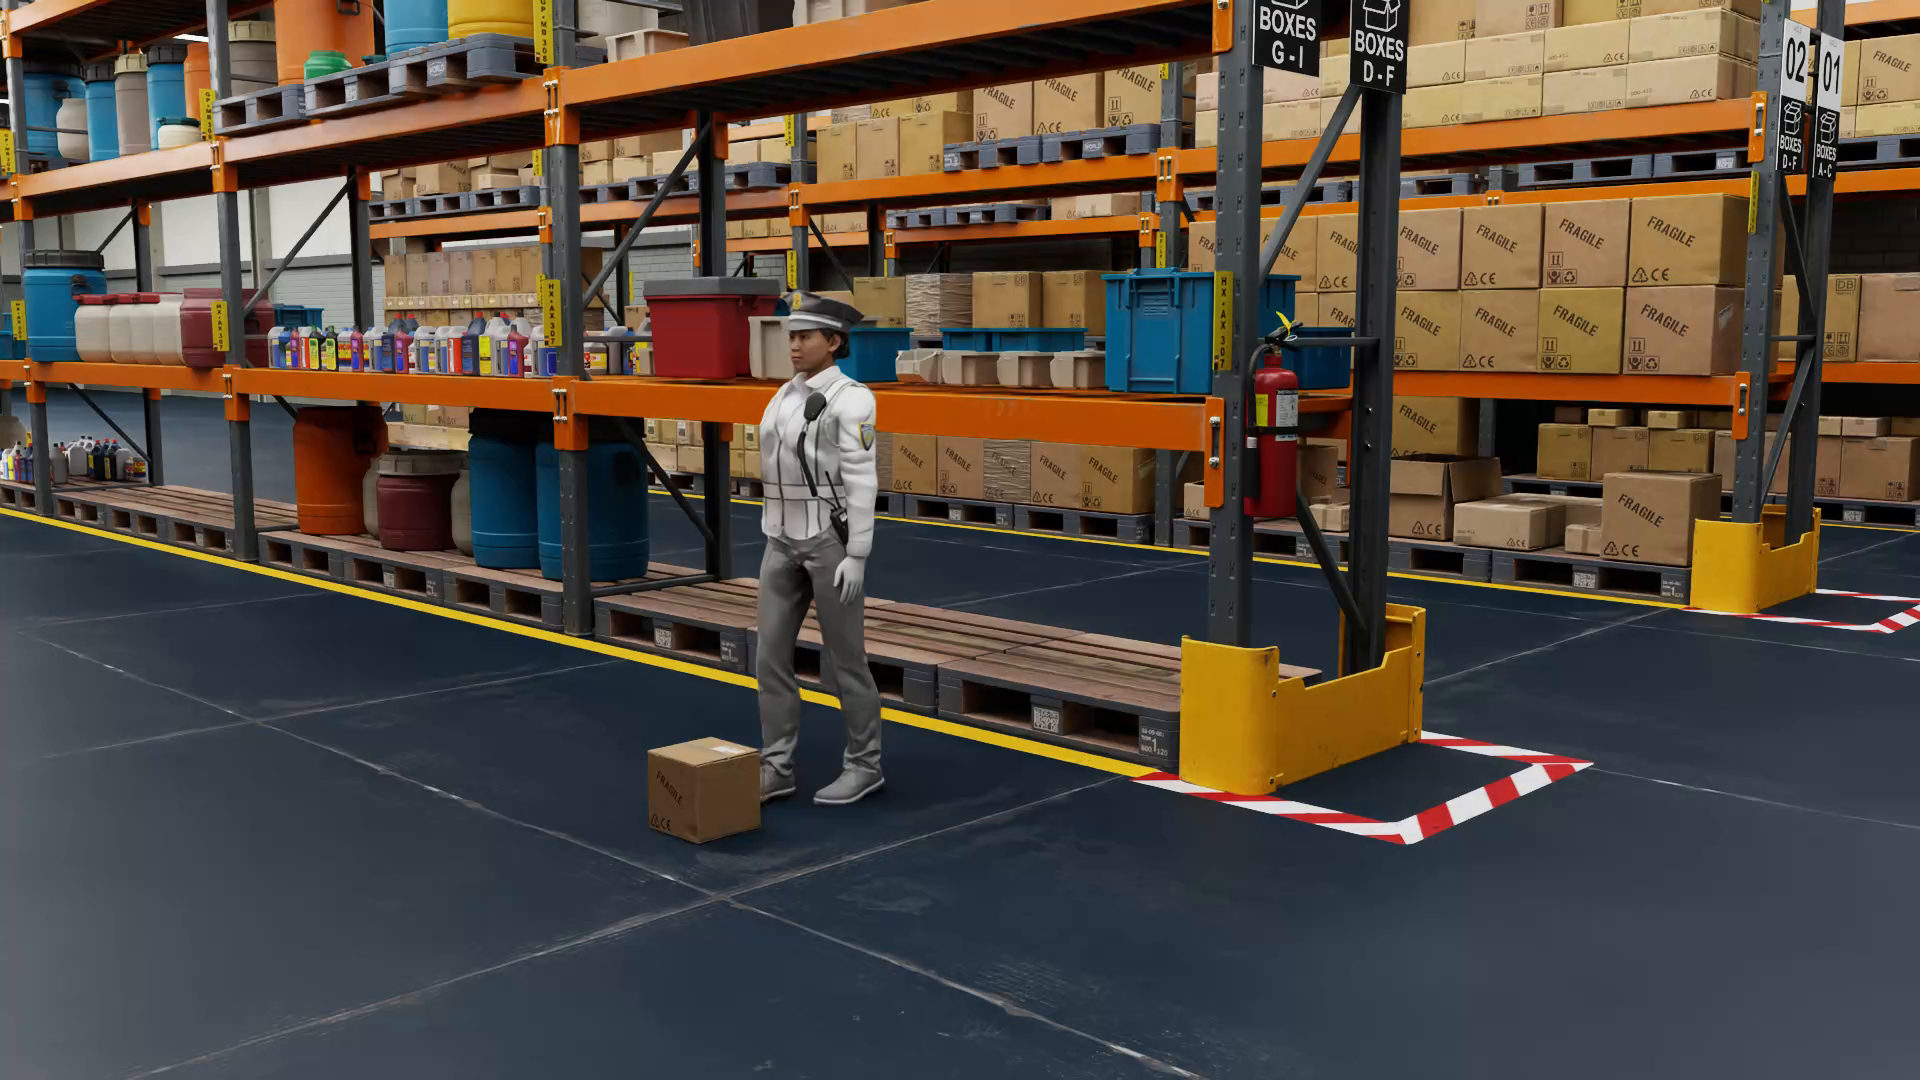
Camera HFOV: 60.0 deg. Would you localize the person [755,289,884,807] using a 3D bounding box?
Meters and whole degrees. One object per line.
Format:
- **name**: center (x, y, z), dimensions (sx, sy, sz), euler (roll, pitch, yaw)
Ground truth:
- **person**: center (-0.503, 0.035, 5.423), dimensions (0.479, 1.685, 0.519), euler (7, 10, 44)
